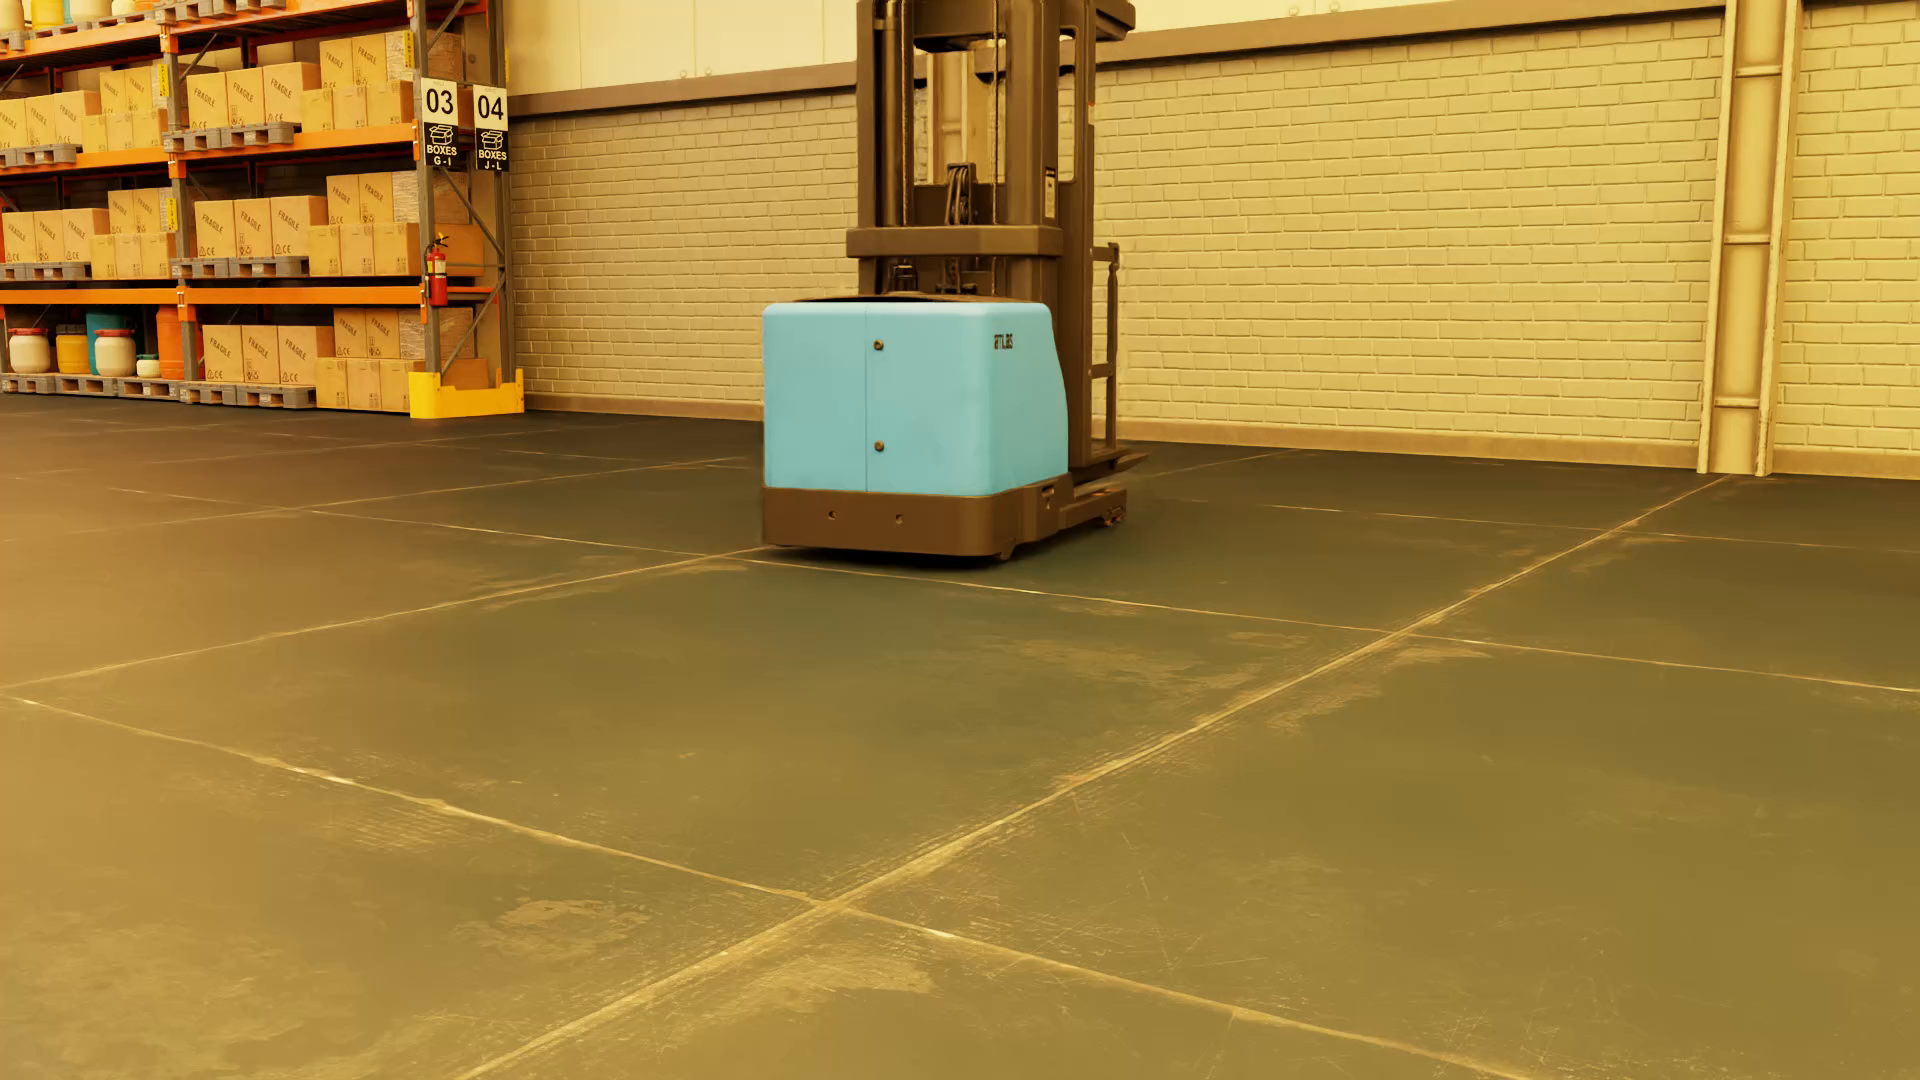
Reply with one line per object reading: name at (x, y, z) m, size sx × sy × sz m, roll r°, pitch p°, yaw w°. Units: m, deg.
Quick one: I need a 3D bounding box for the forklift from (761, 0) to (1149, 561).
forklift at (0.186, -1.535, 7.986) m, size 1.130 × 2.935 × 3.031 m, roll 3°, pitch 9°, yaw 22°
